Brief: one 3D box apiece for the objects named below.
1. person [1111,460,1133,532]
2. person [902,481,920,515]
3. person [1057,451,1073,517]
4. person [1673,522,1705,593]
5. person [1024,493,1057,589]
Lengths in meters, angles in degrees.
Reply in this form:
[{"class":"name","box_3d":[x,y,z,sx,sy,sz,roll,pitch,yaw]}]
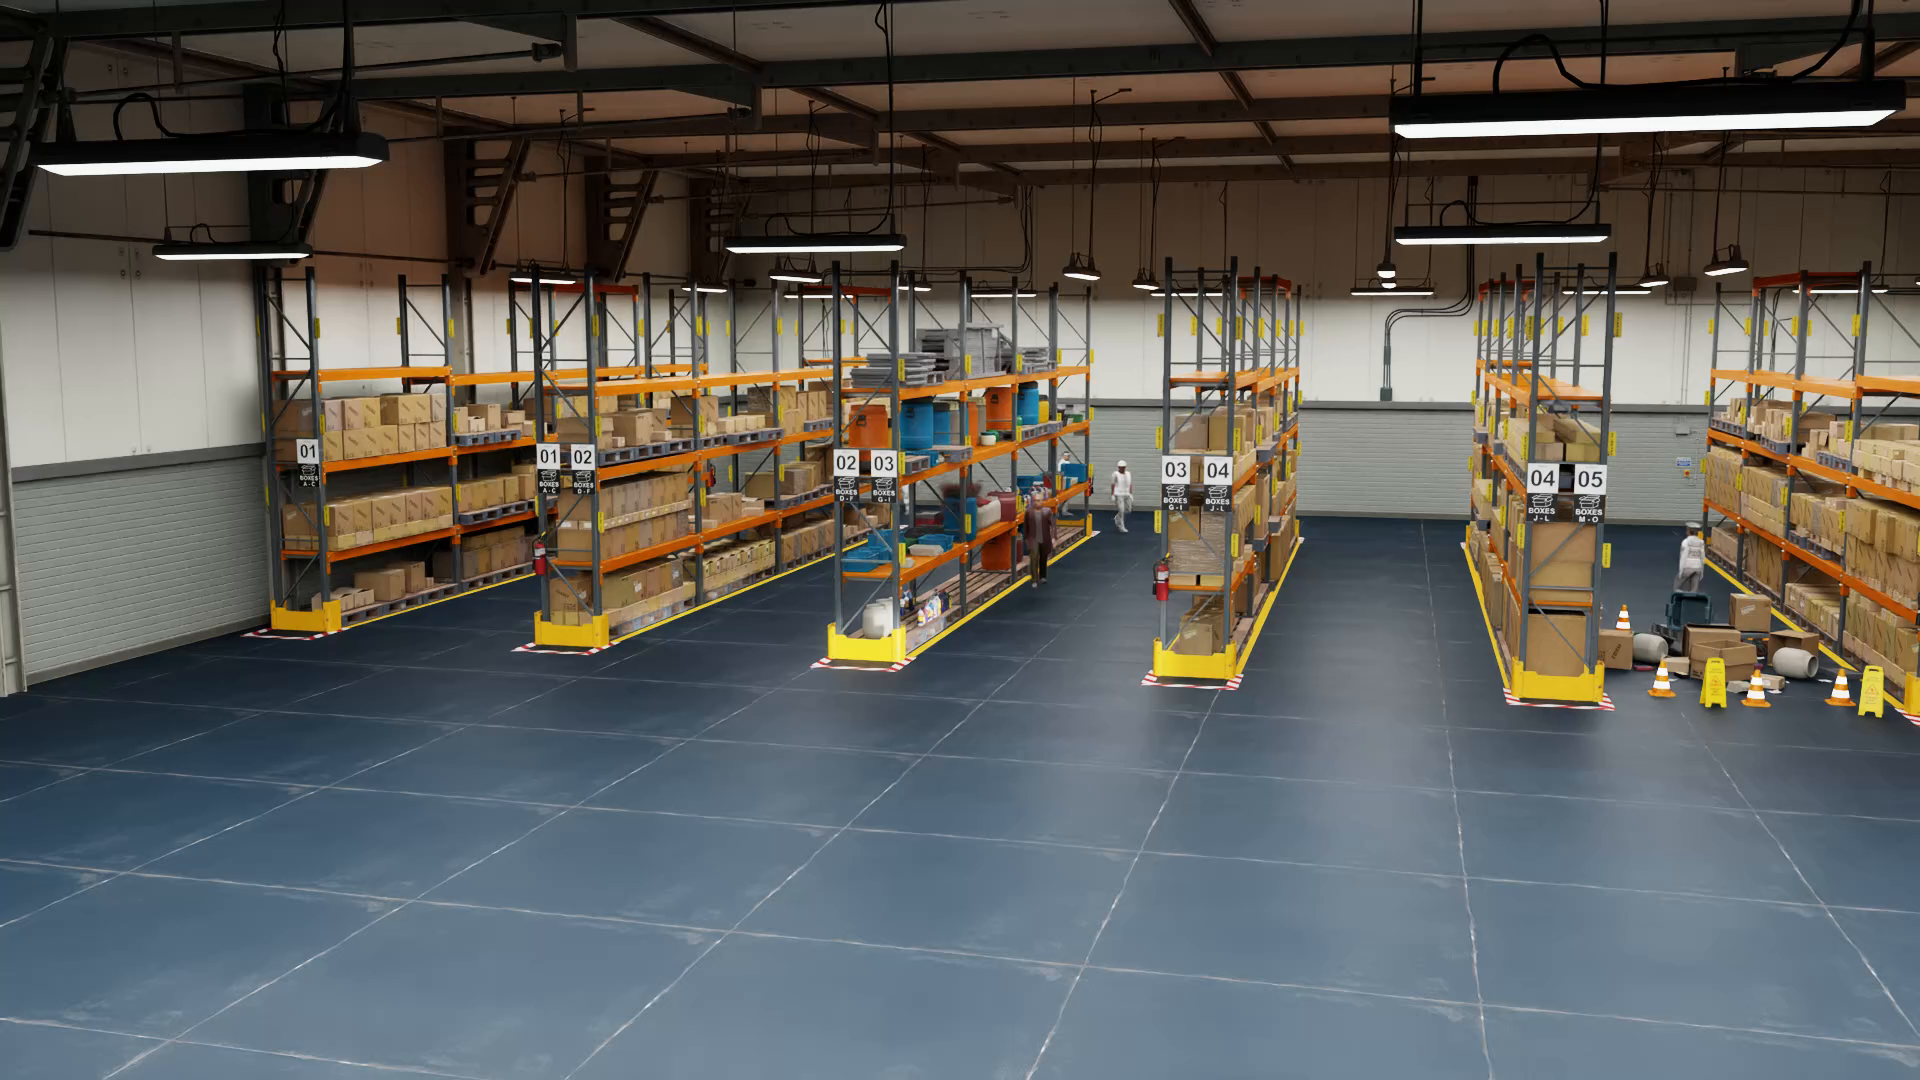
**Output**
[{"class":"person","box_3d":[3.967,-1.090,40.997,0.543,1.774,0.720,-4,8,-29]},{"class":"person","box_3d":[-1.389,-1.609,45.275,0.574,1.798,0.882,-2,8,-16]},{"class":"person","box_3d":[2.781,-1.504,44.415,0.469,1.773,0.586,3,8,23]},{"class":"person","box_3d":[12.617,0.536,28.736,0.515,1.691,0.379,-2,7,-12]},{"class":"person","box_3d":[1.468,0.007,30.398,0.599,1.725,1.111,0,7,0]}]
